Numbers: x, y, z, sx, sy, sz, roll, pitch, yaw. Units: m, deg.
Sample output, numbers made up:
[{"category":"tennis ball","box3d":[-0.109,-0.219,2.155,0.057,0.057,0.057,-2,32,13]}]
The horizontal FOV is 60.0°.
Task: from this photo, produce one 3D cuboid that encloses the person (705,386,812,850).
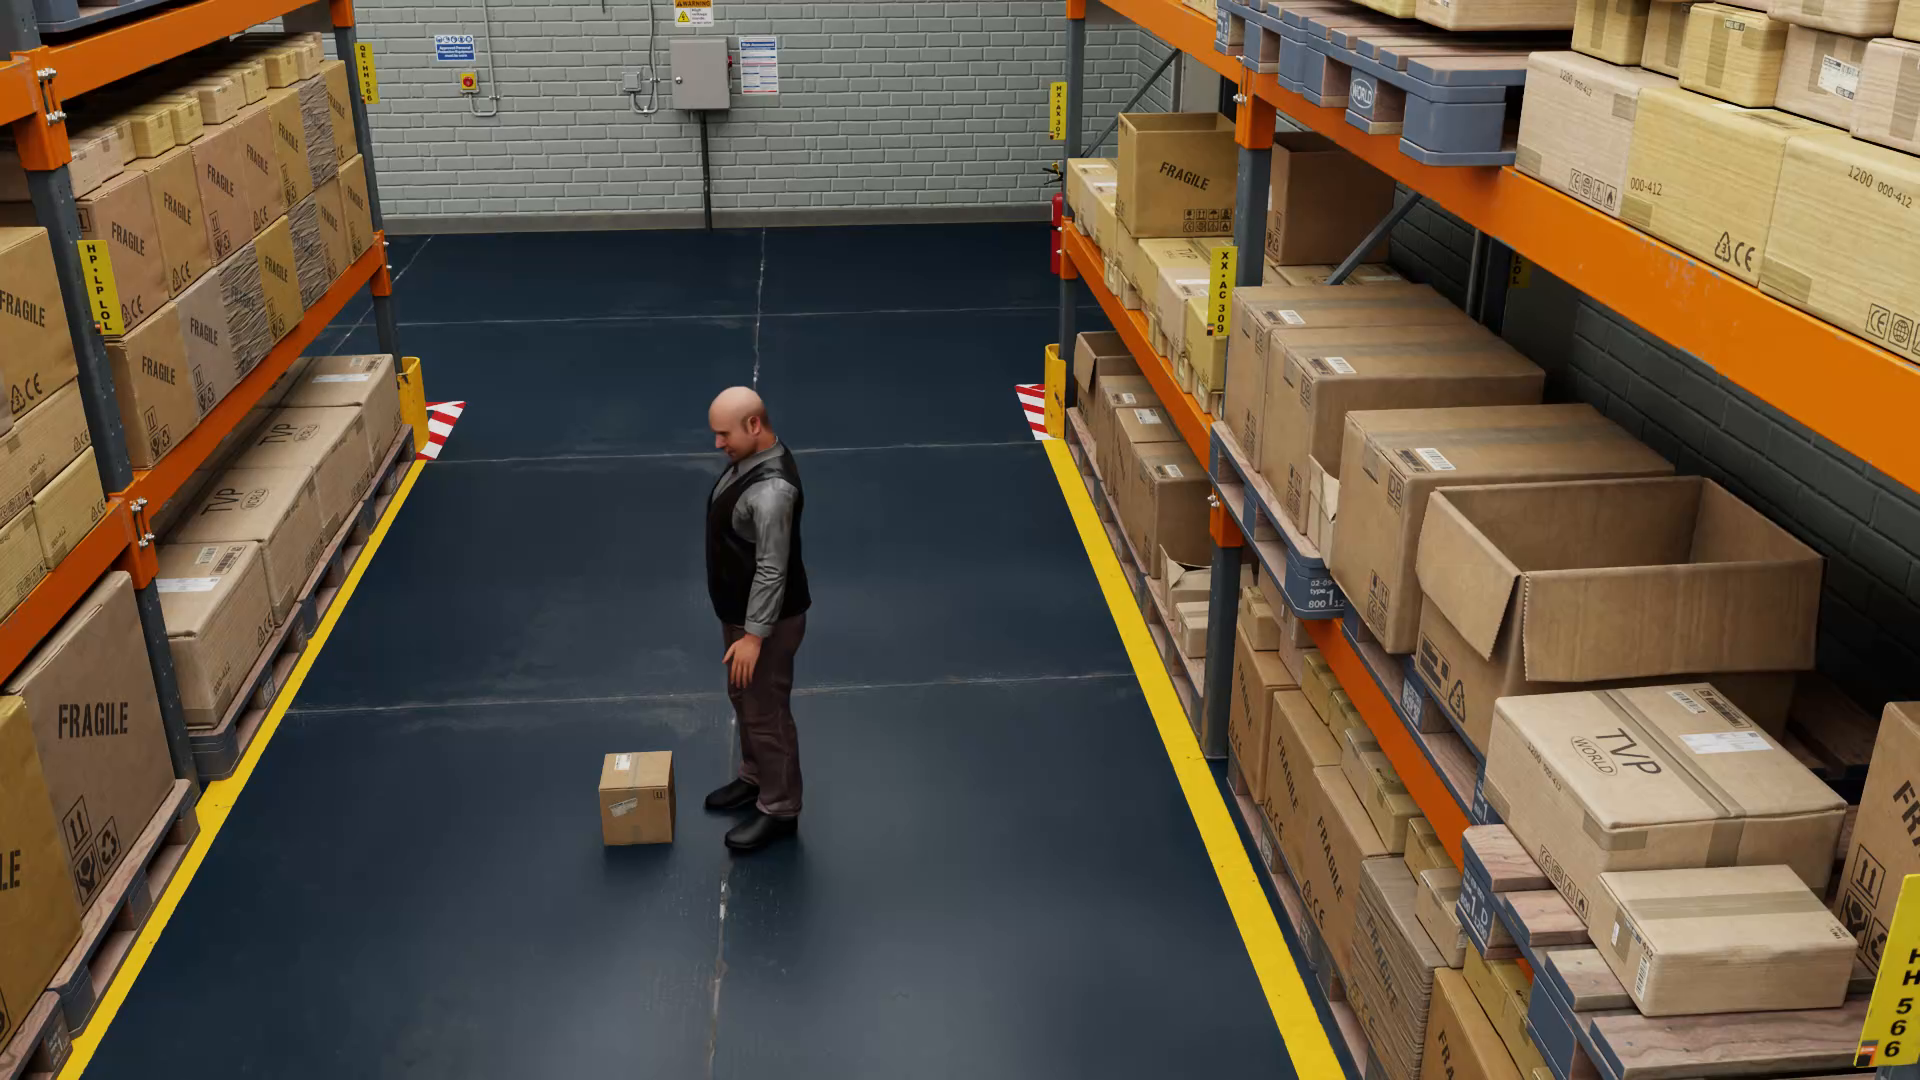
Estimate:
[{"category":"person","box3d":[-0.741,0.285,5.959,0.408,1.743,0.645,-6,24,-13]}]
